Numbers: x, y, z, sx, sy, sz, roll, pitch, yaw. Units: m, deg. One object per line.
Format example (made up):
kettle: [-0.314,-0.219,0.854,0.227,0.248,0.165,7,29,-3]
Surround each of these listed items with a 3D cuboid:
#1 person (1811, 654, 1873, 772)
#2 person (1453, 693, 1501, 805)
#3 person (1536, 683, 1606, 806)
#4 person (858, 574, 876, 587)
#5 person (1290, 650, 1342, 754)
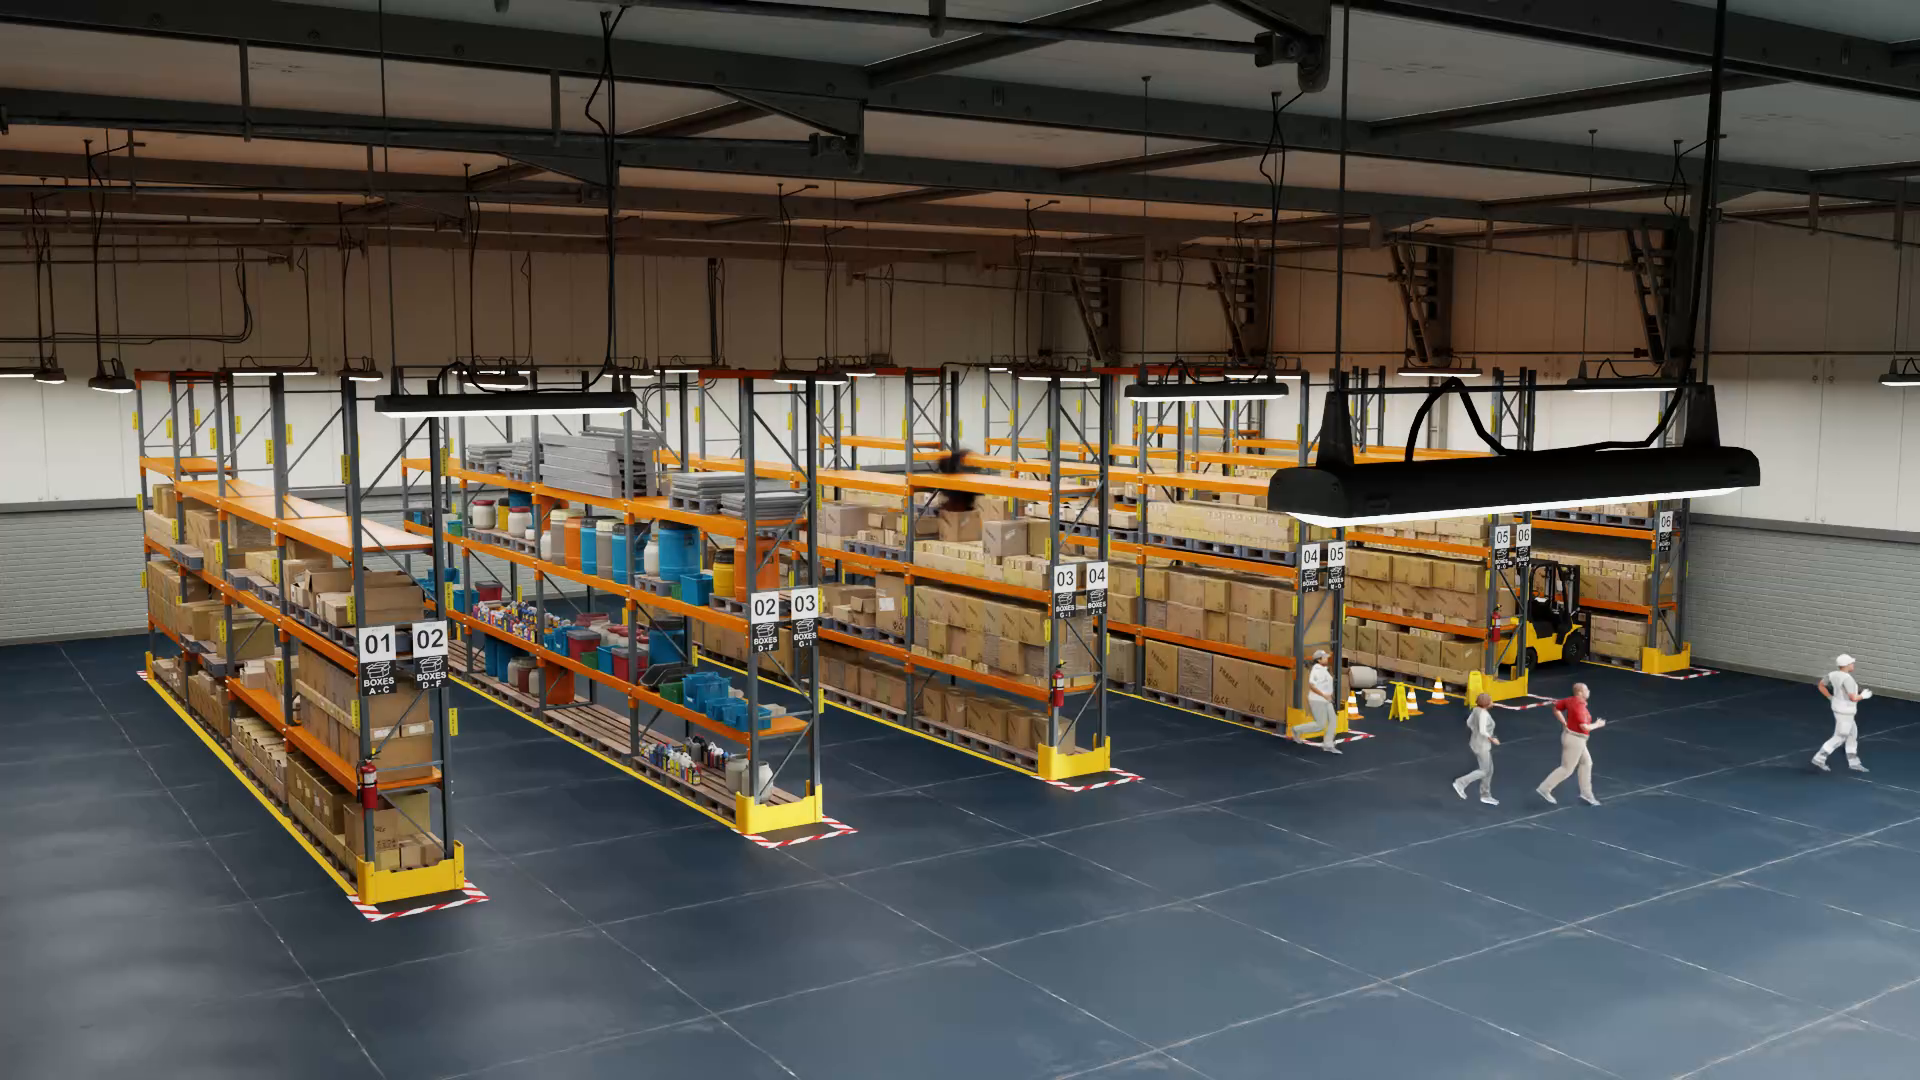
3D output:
person: [13.236,2.599,24.902,0.882,1.794,0.648,1,6,7]
person: [7.259,2.927,23.342,0.681,1.591,0.566,0,6,3]
person: [8.523,2.863,23.233,0.948,1.776,0.671,1,6,6]
person: [-2.332,0.793,42.059,0.680,1.674,0.654,4,8,33]
person: [5.714,2.561,26.394,0.760,1.647,0.630,3,7,23]
